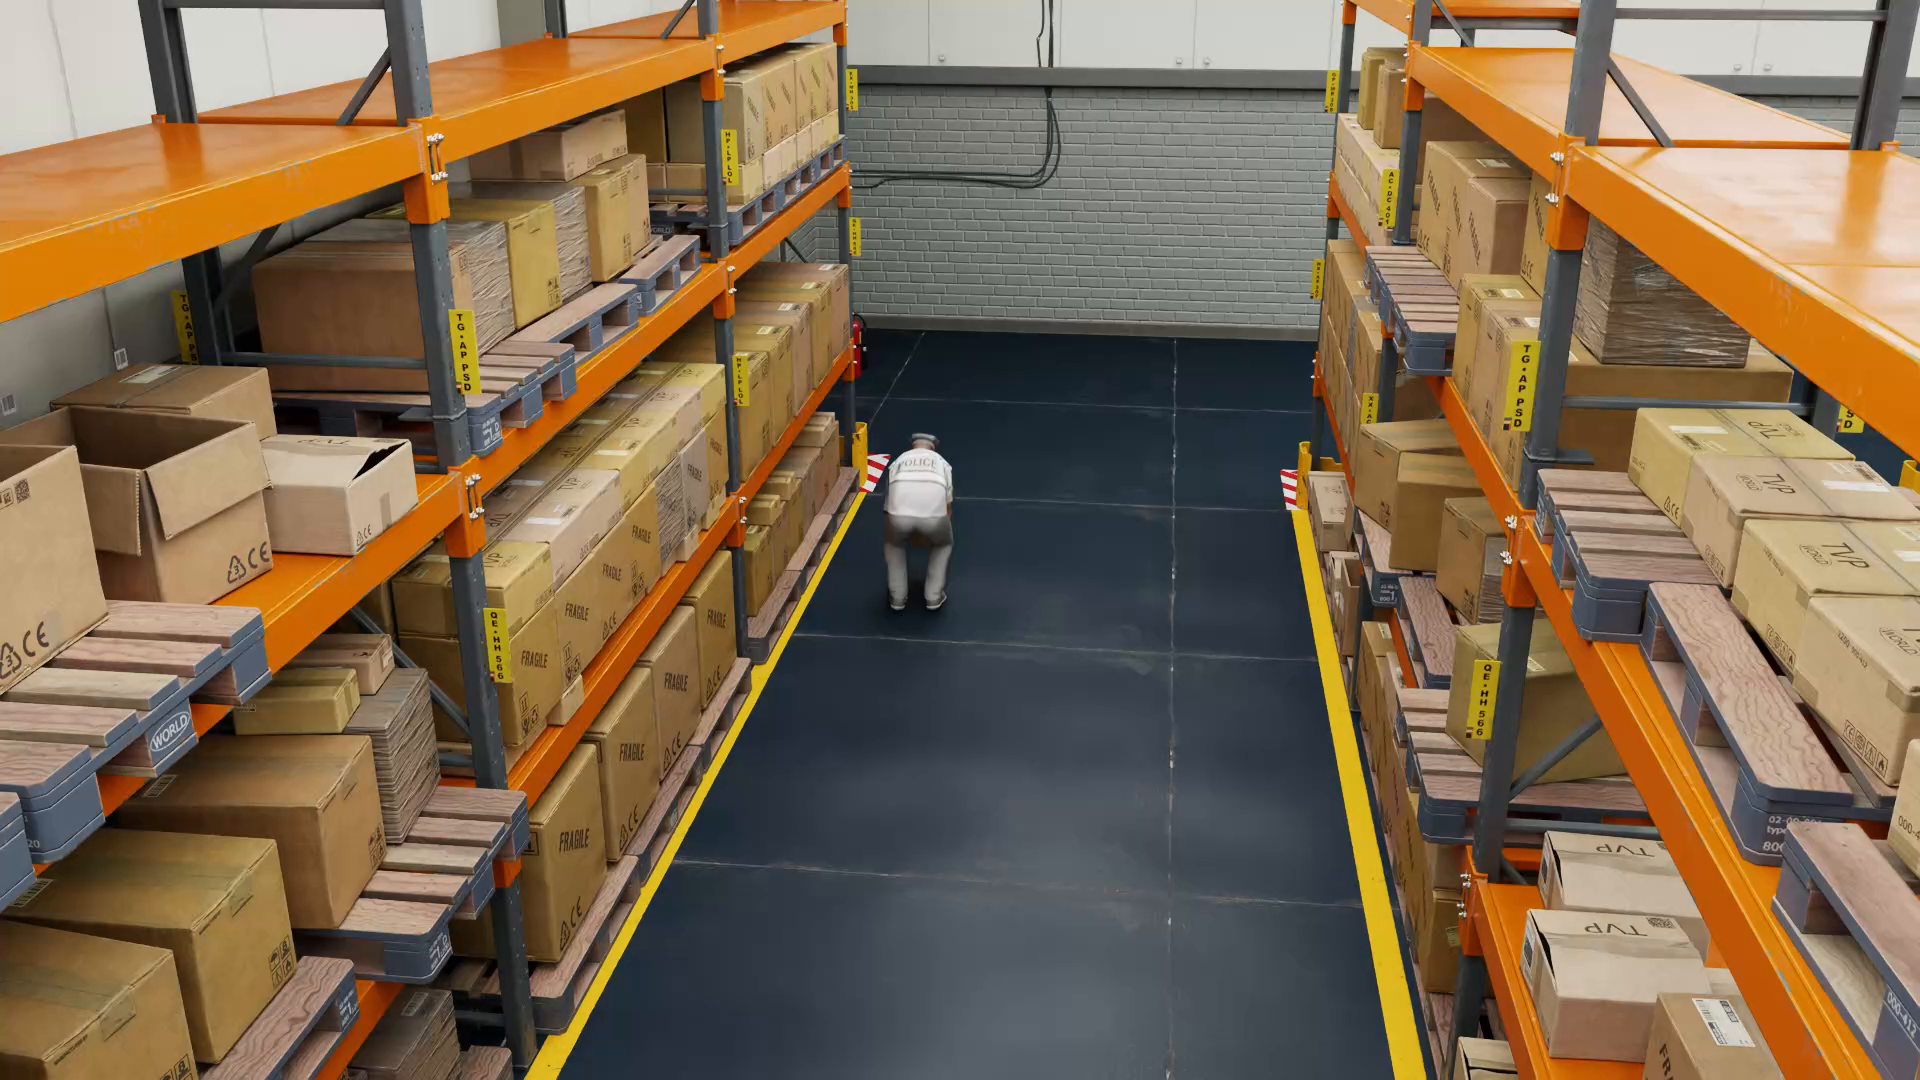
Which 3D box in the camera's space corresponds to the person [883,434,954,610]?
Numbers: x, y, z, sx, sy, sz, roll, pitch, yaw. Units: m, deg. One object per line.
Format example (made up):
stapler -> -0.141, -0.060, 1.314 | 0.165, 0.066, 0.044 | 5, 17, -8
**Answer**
person -> -0.298, -0.129, 12.251 | 0.519, 1.151, 1.030 | 1, 21, 4
